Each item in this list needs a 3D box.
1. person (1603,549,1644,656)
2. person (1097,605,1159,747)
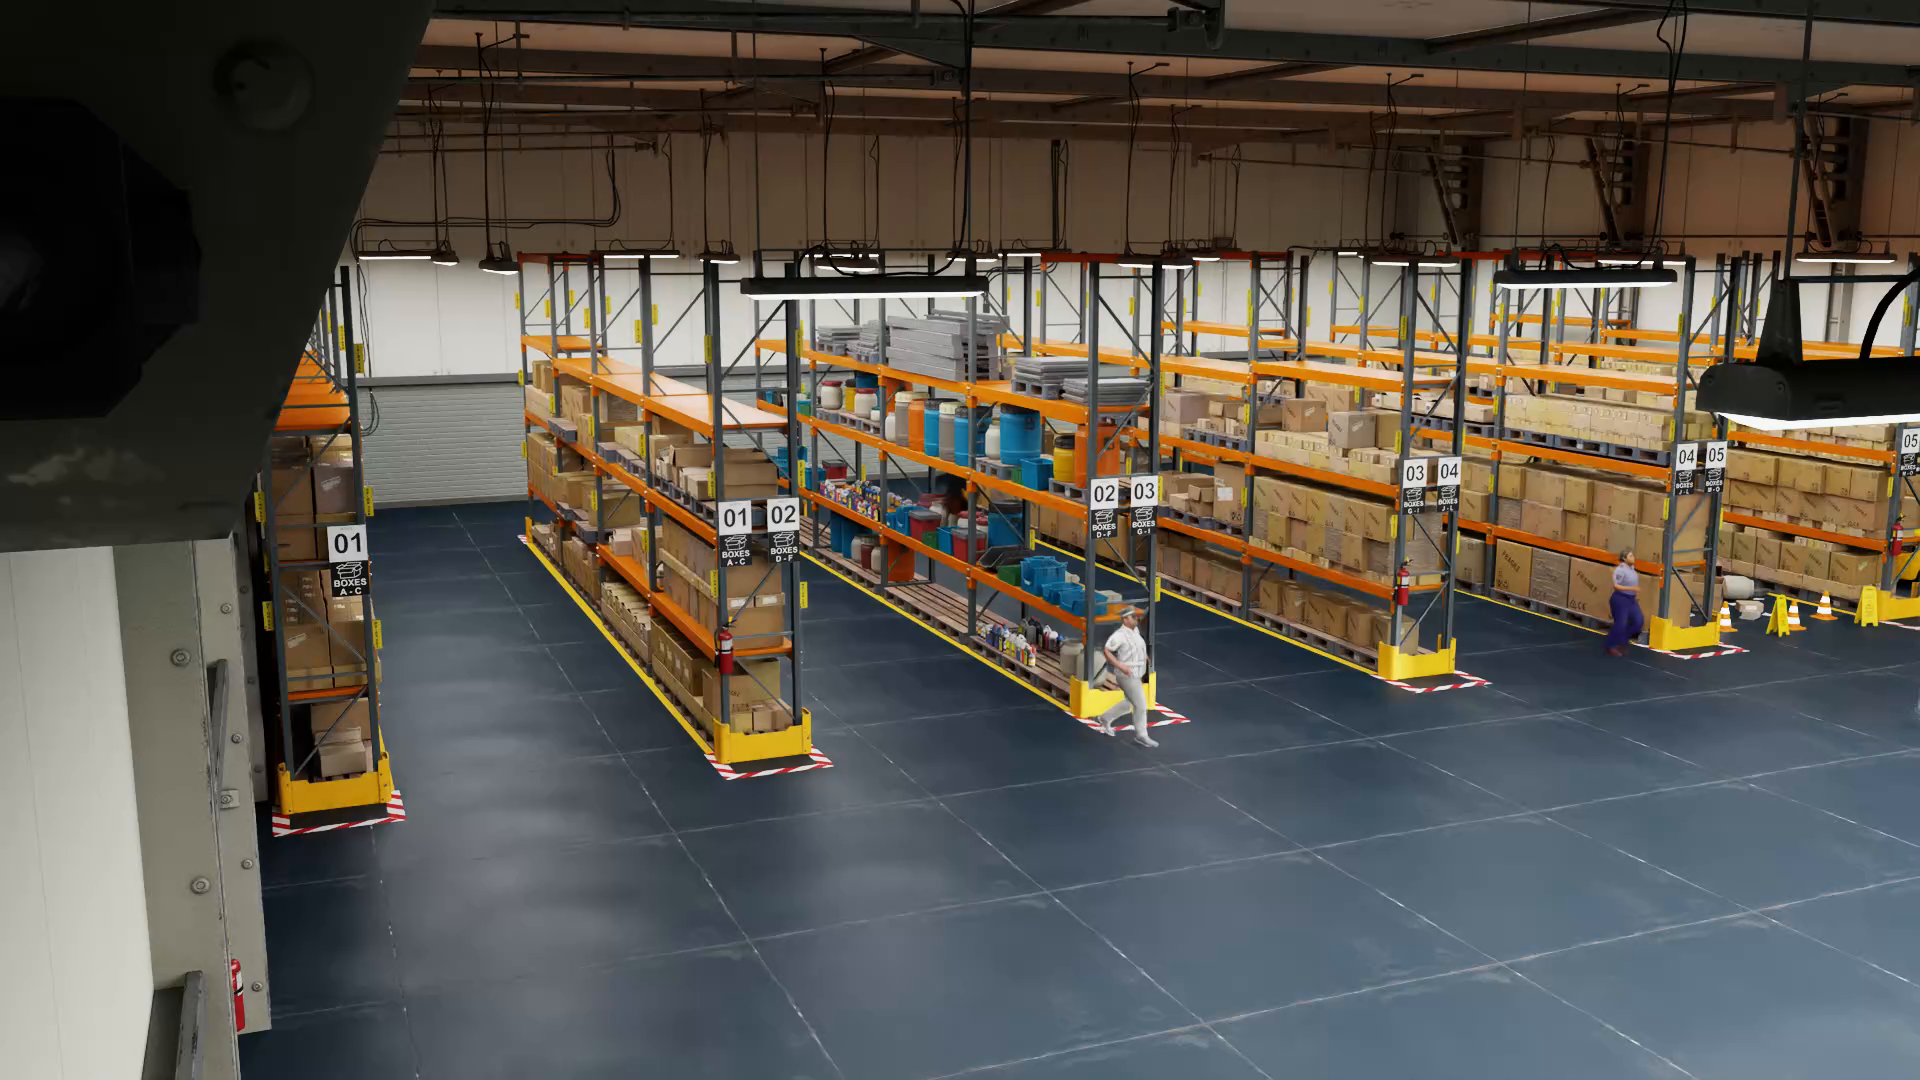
[{"bbox_3d":[10.155,0.975,25.321,0.606,1.658,0.577,-10,14,-42],"label":"person"},{"bbox_3d":[2.138,1.690,20.981,0.851,1.792,0.685,4,11,22],"label":"person"}]
